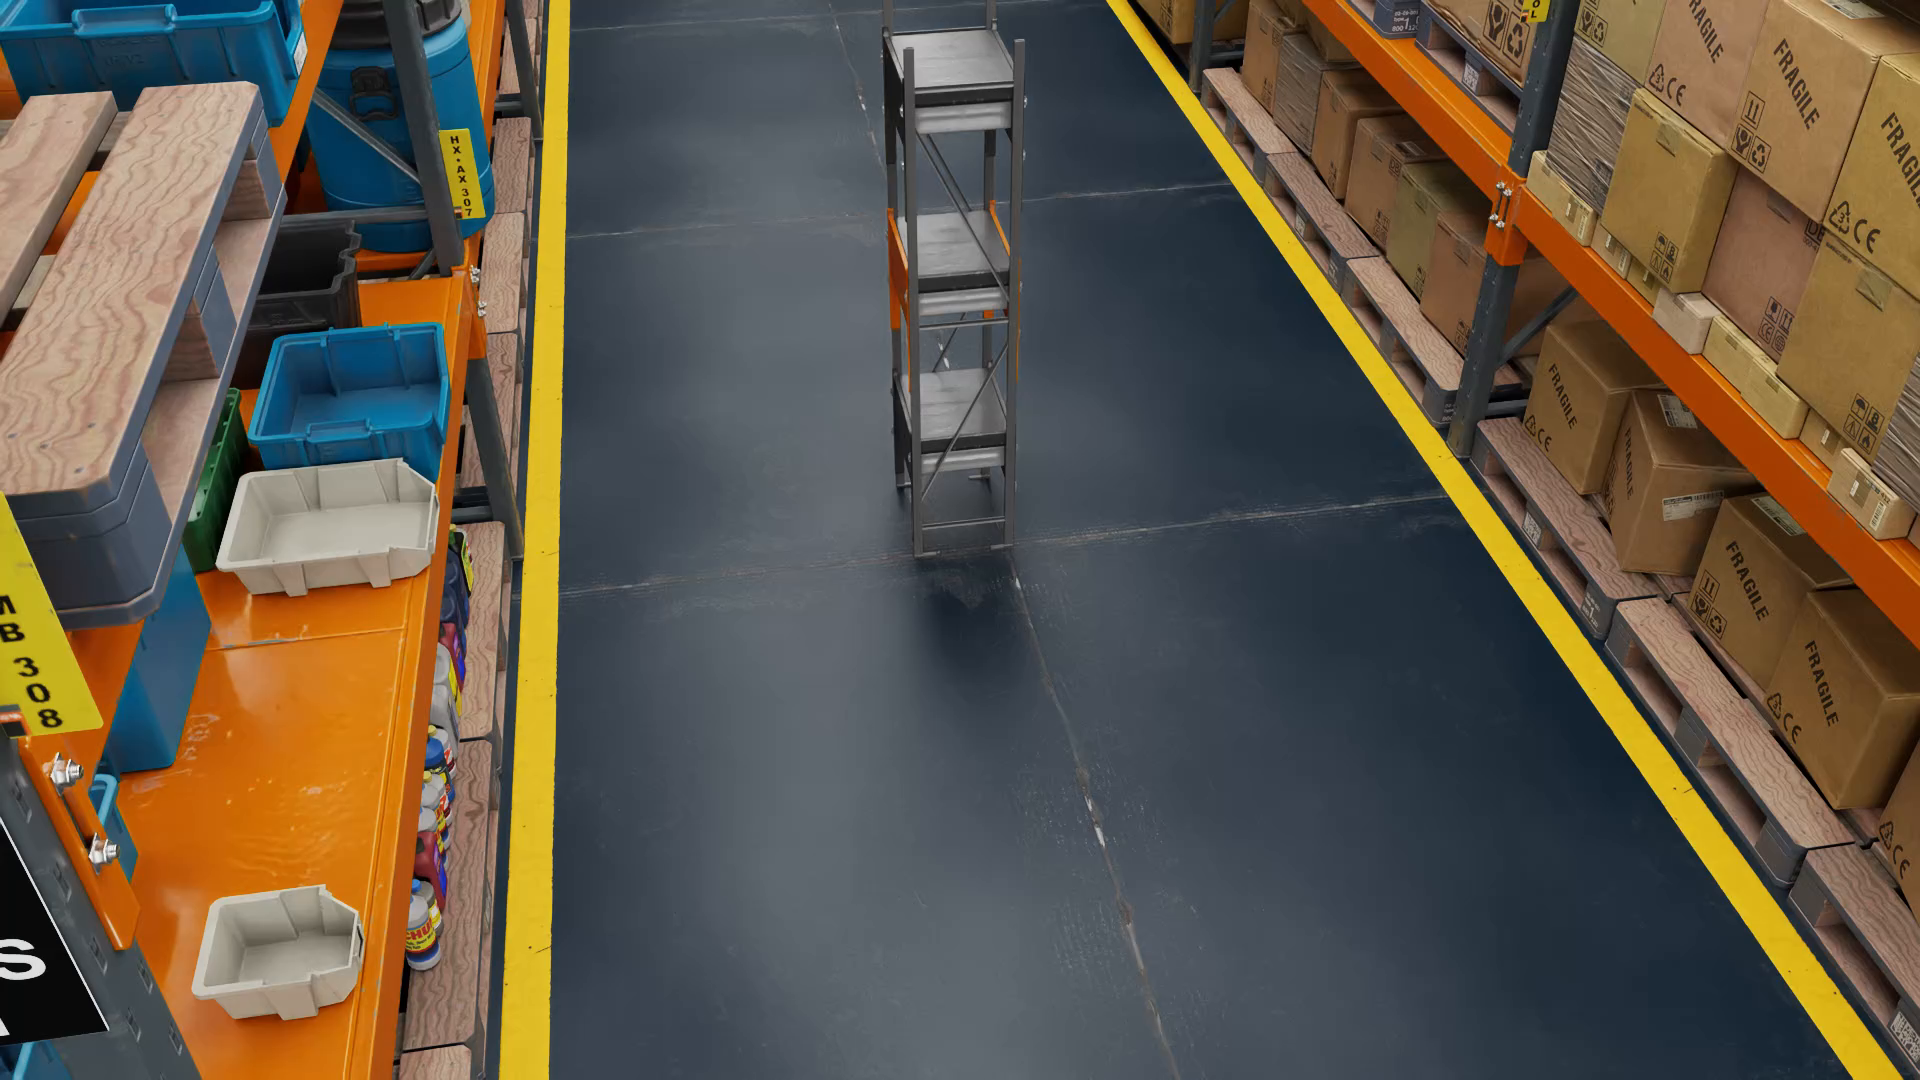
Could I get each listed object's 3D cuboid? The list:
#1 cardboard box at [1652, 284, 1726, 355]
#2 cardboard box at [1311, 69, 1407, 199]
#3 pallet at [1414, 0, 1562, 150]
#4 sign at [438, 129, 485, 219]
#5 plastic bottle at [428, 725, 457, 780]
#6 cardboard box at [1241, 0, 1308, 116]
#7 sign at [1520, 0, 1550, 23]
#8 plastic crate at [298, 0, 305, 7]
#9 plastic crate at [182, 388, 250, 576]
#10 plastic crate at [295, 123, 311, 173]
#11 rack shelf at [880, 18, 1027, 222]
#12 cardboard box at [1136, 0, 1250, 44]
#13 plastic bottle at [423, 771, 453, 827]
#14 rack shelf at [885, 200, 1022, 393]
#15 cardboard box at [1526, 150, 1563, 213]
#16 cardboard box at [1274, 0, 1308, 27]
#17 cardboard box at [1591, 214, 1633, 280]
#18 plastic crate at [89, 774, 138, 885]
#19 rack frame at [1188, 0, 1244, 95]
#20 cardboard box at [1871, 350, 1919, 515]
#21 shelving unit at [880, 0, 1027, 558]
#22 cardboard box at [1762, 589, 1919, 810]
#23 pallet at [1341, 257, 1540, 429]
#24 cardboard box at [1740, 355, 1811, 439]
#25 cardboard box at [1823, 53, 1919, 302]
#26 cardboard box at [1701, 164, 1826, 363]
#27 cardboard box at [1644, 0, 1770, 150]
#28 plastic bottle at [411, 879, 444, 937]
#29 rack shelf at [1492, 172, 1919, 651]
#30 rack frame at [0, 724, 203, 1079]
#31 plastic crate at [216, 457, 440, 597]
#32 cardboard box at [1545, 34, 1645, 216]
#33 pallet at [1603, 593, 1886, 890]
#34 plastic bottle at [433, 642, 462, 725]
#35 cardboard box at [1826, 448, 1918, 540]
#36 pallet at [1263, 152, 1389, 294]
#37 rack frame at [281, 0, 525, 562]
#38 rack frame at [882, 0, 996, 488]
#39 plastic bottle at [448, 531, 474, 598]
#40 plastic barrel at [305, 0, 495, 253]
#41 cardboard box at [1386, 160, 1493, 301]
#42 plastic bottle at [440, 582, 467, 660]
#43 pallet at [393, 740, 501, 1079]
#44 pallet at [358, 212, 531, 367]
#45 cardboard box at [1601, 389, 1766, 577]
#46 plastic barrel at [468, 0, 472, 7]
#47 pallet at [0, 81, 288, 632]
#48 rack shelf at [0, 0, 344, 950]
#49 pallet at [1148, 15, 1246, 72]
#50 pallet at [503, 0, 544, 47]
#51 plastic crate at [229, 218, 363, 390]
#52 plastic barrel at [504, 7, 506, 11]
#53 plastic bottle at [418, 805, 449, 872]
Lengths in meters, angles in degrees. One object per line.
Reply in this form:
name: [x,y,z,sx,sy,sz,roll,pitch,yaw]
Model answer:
cardboard box: [2.531,-0.753,5.478,0.380,0.149,0.250,-6,38,-8]
cardboard box: [2.283,-2.145,8.744,0.700,0.500,0.500,-3,38,-4]
pallet: [2.640,-2.021,7.063,1.003,0.211,1.213,-6,38,-8]
sign: [-1.702,-1.249,5.687,0.100,0.325,0.005,-6,38,-8]
plastic bottle: [-1.686,0.680,5.352,0.097,0.201,0.097,0,38,0]
cardboard box: [2.067,-2.820,9.614,0.700,0.500,0.500,-8,39,-10]
sign: [2.085,-2.015,5.955,0.100,0.325,0.005,-6,38,-8]
plastic crate: [-1.566,-1.241,3.673,0.243,0.136,0.396,-6,38,-8]
plastic crate: [-2.285,-0.153,4.675,0.450,0.188,0.662,-6,38,-8]
plastic crate: [-2.745,-1.714,6.524,0.392,0.384,0.575,-6,38,-8]
rack shelf: [-0.029,-1.471,5.813,0.431,0.518,0.480,-6,38,-8]
cardboard box: [1.829,-3.782,10.562,1.225,0.875,0.875,-8,39,-10]
plastic bottle: [-1.650,0.804,5.192,0.097,0.201,0.097,0,38,0]
rack shelf: [-0.029,-0.918,6.243,0.431,0.518,0.480,-6,38,-8]
cardboard box: [2.372,-1.358,6.258,0.380,0.149,0.250,-6,38,-8]
cardboard box: [2.076,-3.117,9.385,0.500,0.250,0.500,-5,38,-6]
cardboard box: [2.474,-1.058,5.872,0.380,0.149,0.250,-6,38,-8]
plastic crate: [-2.035,0.725,3.493,0.499,0.251,0.408,-6,38,-8]
rack frame: [1.929,-4.036,9.500,1.000,3.000,0.127,-6,38,-8]
cardboard box: [3.012,-0.292,4.356,0.875,0.500,0.500,-6,38,-8]
shelving unit: [-0.029,-0.929,6.235,0.431,2.100,0.503,-6,38,-8]
cardboard box: [3.009,0.501,5.355,0.500,0.500,0.500,-3,38,-4]
pallet: [2.493,-0.989,7.851,1.003,0.211,1.213,-6,38,-8]
cardboard box: [2.648,-0.454,5.094,0.380,0.149,0.250,-6,38,-8]
cardboard box: [2.734,-0.968,4.412,0.500,0.500,0.500,-6,38,-8]
cardboard box: [2.889,-0.901,5.141,0.875,0.500,0.500,-6,38,-8]
cardboard box: [2.548,-1.571,5.188,0.500,0.500,0.500,-6,38,-8]
plastic bottle: [-1.573,1.069,4.851,0.097,0.201,0.097,0,38,0]
rack shelf: [2.981,-0.128,5.056,1.077,0.370,4.000,-6,38,-8]
rack frame: [-1.541,1.329,2.595,0.949,2.616,0.053,-6,38,-8]
plastic crate: [-1.711,-0.029,4.558,0.530,0.136,0.437,-6,38,-8]
cardboard box: [2.649,-1.498,5.910,0.875,0.500,0.500,-6,38,-8]
pallet: [3.001,0.622,5.778,1.003,0.211,1.213,-6,38,-8]
plastic bottle: [-1.759,0.454,5.521,0.144,0.351,0.185,-6,38,-8]
cardboard box: [2.712,-0.149,4.702,0.380,0.149,0.250,-6,38,-8]
pallet: [2.276,-1.727,8.801,1.003,0.211,1.213,-6,38,-8]
rack frame: [-2.246,-1.087,5.704,1.000,3.000,0.127,-6,38,-8]
rack frame: [-0.072,-1.077,6.424,0.400,2.100,0.015,-6,38,-8]
plastic bottle: [-1.836,0.067,6.074,0.061,0.283,0.133,-4,38,-6]
plastic barrel: [-2.015,-1.551,5.893,0.600,0.901,0.708,-6,38,-8]
cardboard box: [2.479,-1.470,7.876,0.700,0.500,0.500,-6,38,-8]
plastic bottle: [-1.815,0.259,5.772,0.144,0.351,0.185,-8,39,-10]
pallet: [-1.952,1.163,5.081,1.003,0.211,1.213,-6,38,-8]
pallet: [-2.639,-1.194,8.115,1.003,0.211,1.213,-6,38,-8]
cardboard box: [2.769,-0.207,6.267,0.500,0.500,0.500,5,38,7]
plastic barrel: [-2.482,-2.694,7.682,0.421,0.512,0.421,0,38,0]
pallet: [-1.593,-0.291,2.389,1.003,0.211,1.213,-6,38,-8]
rack shelf: [-1.895,-0.780,3.450,1.077,0.370,4.000,-6,38,-8]
pallet: [1.865,-3.419,10.979,1.003,0.211,1.213,-6,38,-8]
pallet: [-3.337,-3.609,11.223,1.003,0.211,1.213,-6,38,-8]
plastic crate: [-2.279,-0.733,5.299,0.767,0.338,0.504,-6,38,-8]
plastic barrel: [-3.247,-3.692,10.681,0.600,0.588,0.708,-6,38,-8]
plastic bottle: [-1.615,0.897,5.016,0.097,0.271,0.097,0,38,0]
